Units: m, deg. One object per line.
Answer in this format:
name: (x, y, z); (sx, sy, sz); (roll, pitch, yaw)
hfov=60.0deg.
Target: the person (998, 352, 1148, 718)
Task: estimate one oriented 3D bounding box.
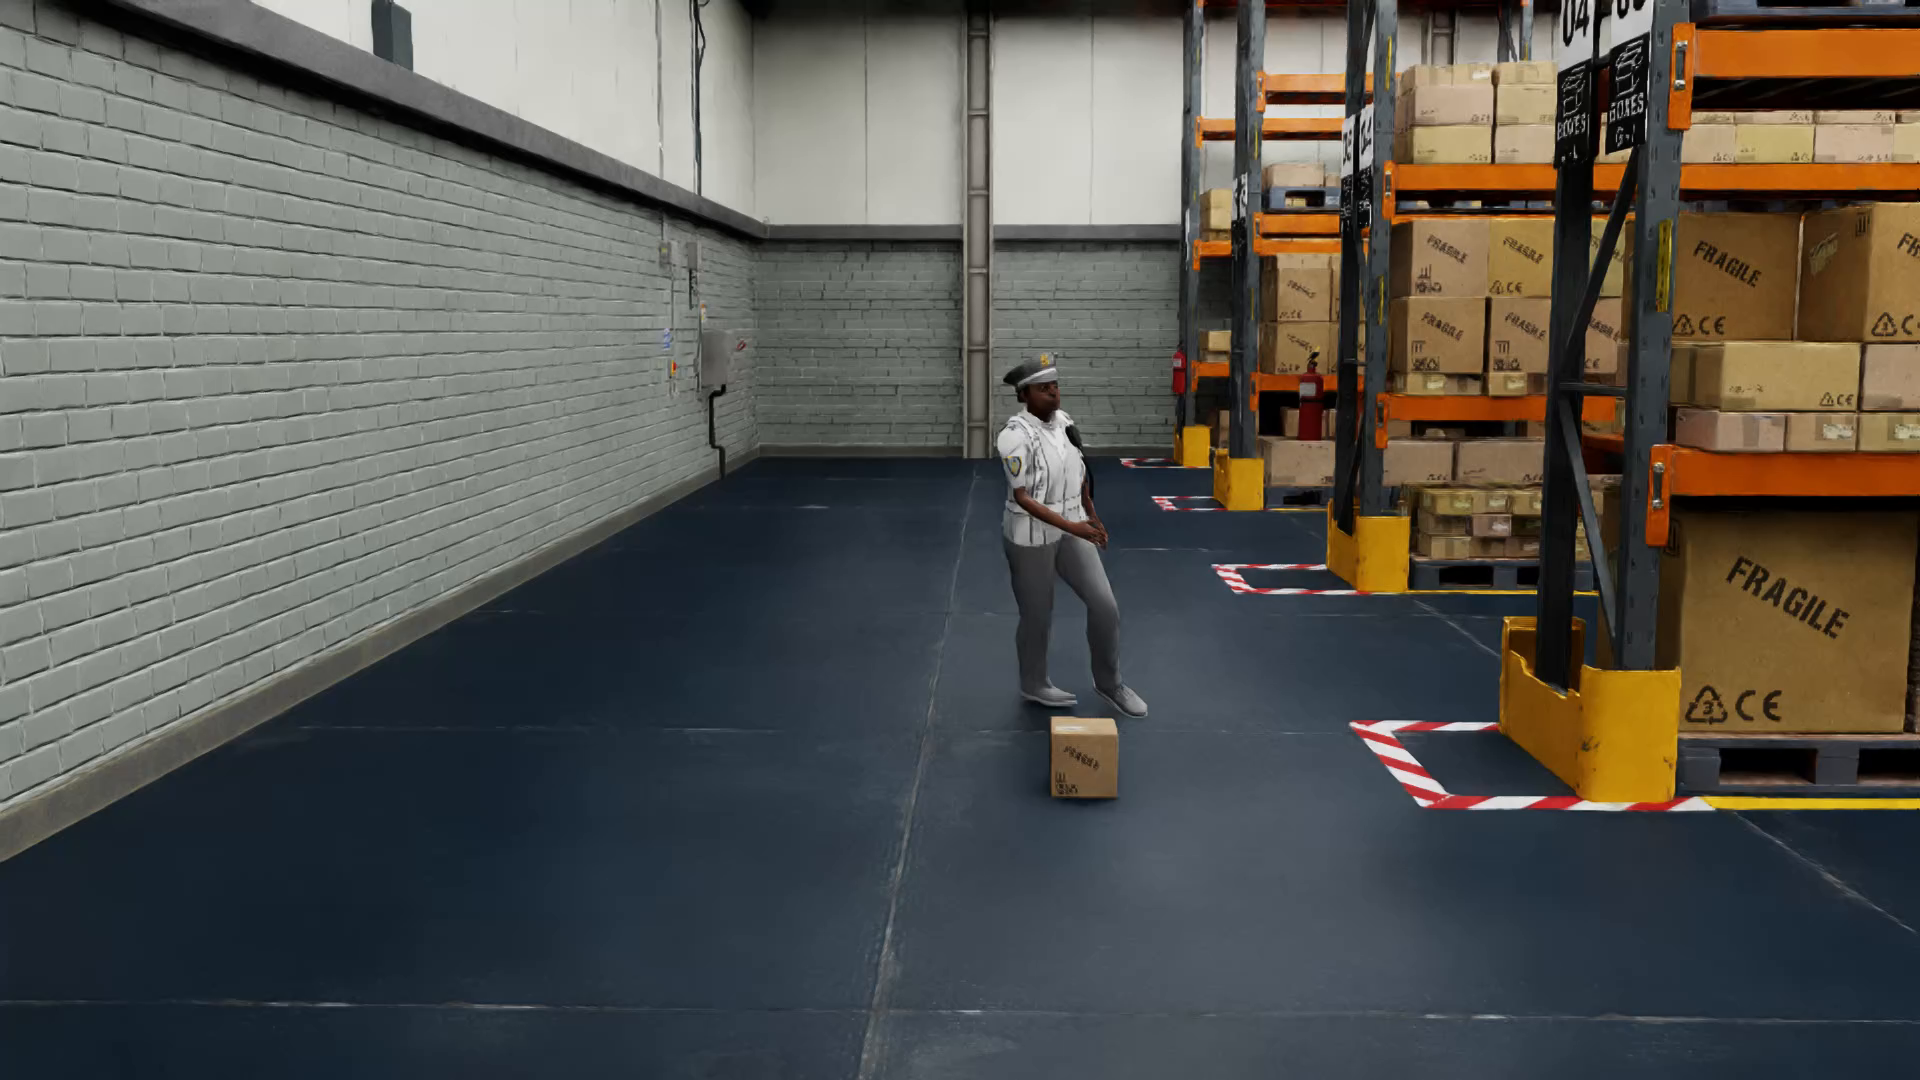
person: (0.431, -0.014, 7.470); (0.665, 1.659, 0.608); (-6, 9, -39)
